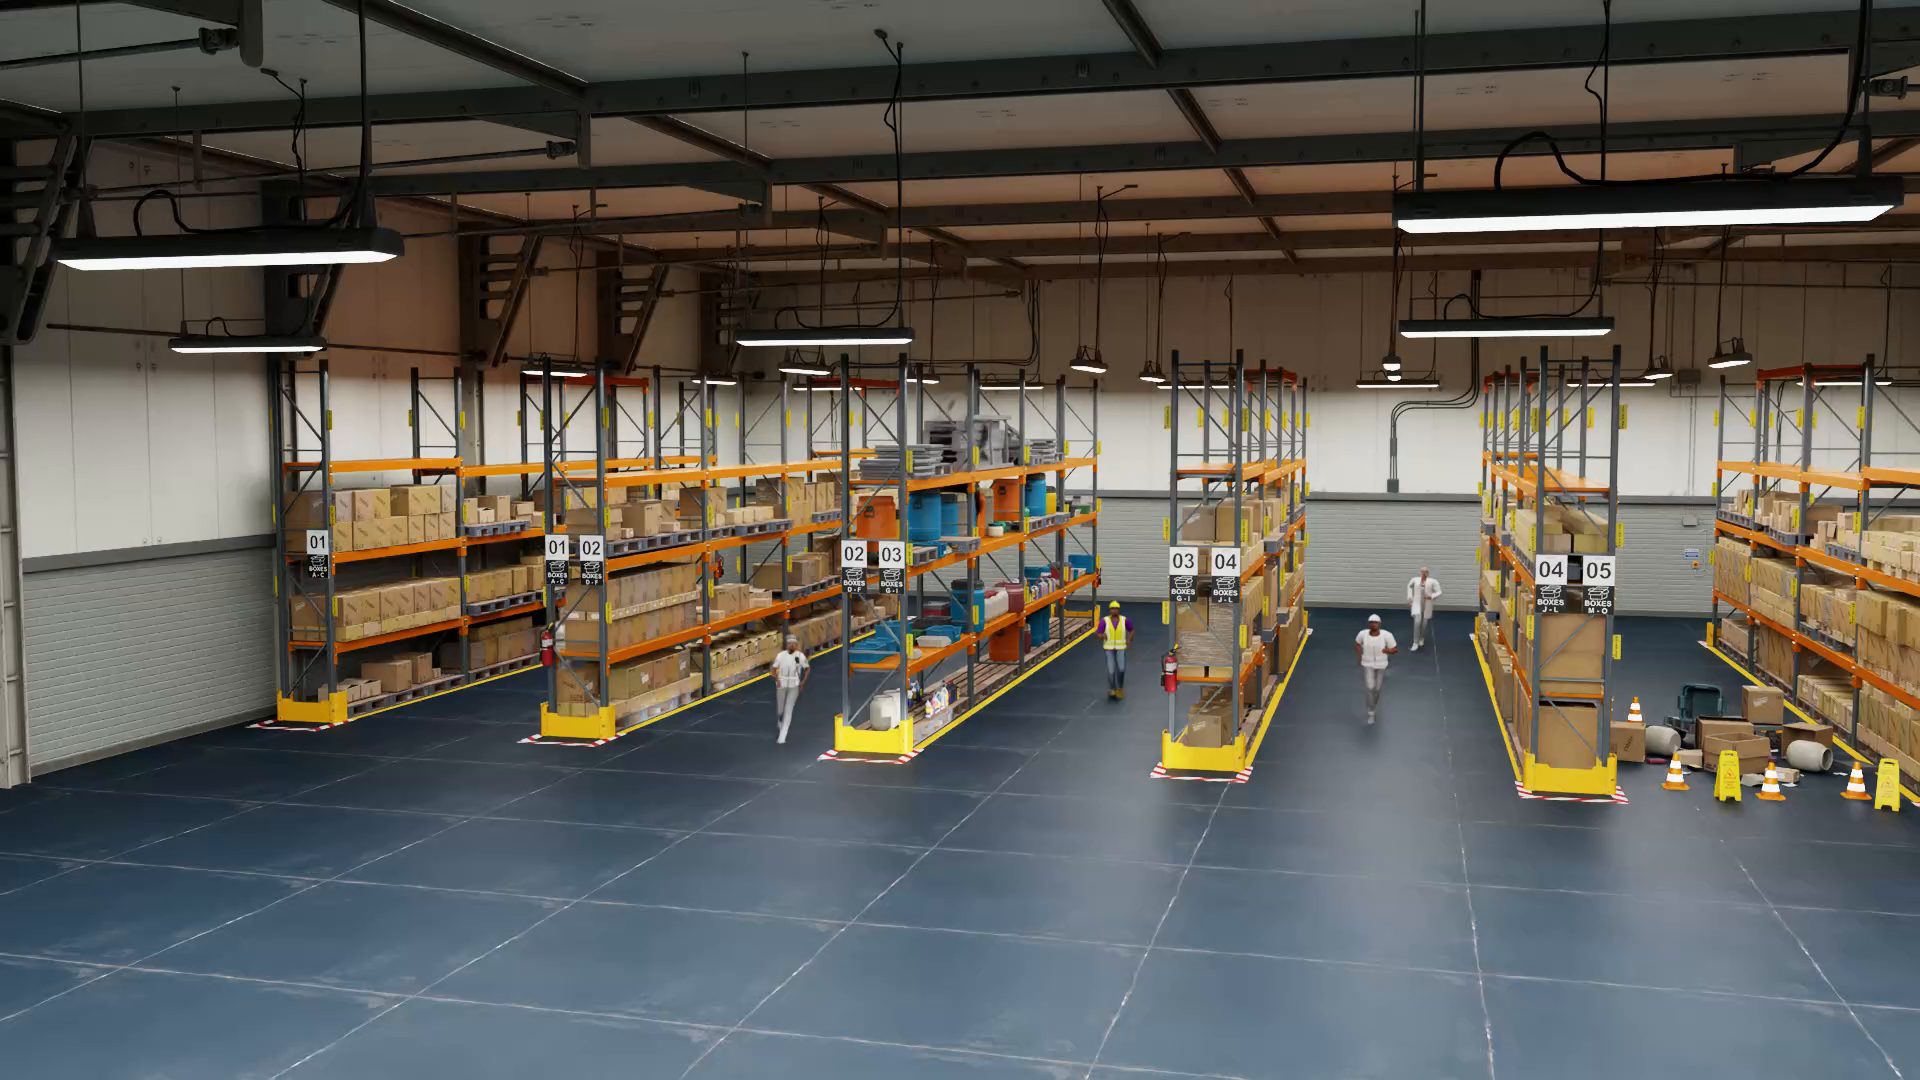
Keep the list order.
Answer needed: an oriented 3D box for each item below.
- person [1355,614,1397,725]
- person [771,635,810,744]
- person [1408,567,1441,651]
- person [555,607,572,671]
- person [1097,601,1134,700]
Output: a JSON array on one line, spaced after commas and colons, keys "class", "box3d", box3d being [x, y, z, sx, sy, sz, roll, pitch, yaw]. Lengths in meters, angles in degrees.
[{"class": "person", "box3d": [6.925, 2.131, 27.674, 0.671, 1.811, 0.865, 1, 4, 10]}, {"class": "person", "box3d": [-2.655, 2.307, 26.110, 0.610, 1.683, 0.739, 0, 4, -1]}, {"class": "person", "box3d": [10.182, 1.491, 36.484, 0.713, 1.825, 0.913, 1, 4, 15]}, {"class": "person", "box3d": [-7.049, 2.020, 29.670, 0.618, 1.669, 0.890, 0, 4, 4]}, {"class": "person", "box3d": [2.785, 1.986, 29.810, 0.677, 1.772, 0.649, 0, 4, 5]}]
